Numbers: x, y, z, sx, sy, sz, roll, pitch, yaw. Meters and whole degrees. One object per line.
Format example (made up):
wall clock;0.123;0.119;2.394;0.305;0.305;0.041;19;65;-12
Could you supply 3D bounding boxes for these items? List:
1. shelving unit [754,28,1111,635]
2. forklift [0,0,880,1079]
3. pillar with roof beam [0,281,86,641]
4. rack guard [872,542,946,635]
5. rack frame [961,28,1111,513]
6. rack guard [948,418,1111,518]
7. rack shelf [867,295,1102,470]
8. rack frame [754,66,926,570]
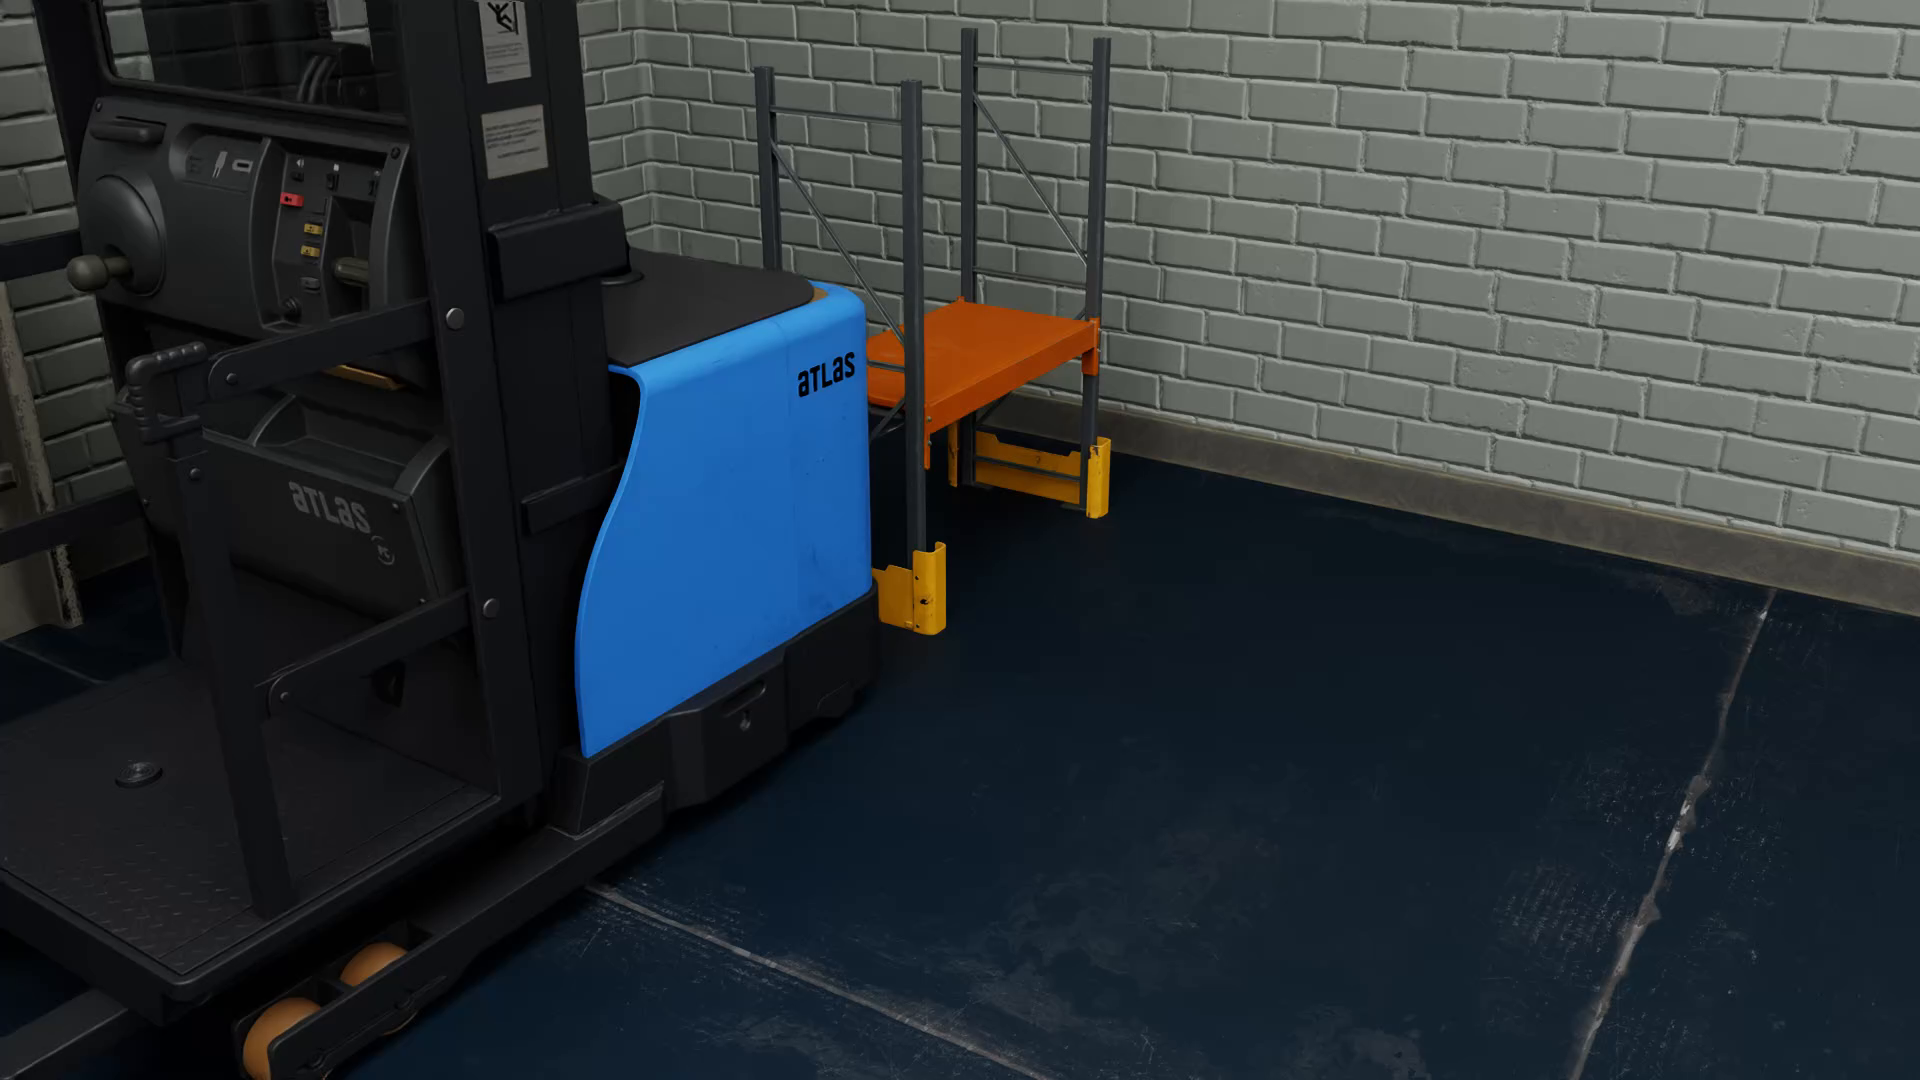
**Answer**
shelving unit;-0.040;-0.663;4.893;0.587;1.500;1.083;14;27;29
forklift;-1.444;-0.572;2.882;1.130;2.935;3.031;15;28;31
pillar with roof beam;0.947;-2.961;0.762;9.100;9.000;0.400;14;27;29
rack guard;-0.303;0.079;4.753;0.587;0.250;0.087;14;27;29
rack frame;0.223;-0.831;5.282;0.500;1.500;0.032;14;27;29
rack guard;0.222;-0.257;5.529;0.587;0.250;0.087;14;27;29
rack shelf;-0.045;-0.494;4.957;0.538;0.185;1.000;14;27;29
rack frame;-0.313;-0.488;4.489;0.500;1.500;0.032;14;27;29
